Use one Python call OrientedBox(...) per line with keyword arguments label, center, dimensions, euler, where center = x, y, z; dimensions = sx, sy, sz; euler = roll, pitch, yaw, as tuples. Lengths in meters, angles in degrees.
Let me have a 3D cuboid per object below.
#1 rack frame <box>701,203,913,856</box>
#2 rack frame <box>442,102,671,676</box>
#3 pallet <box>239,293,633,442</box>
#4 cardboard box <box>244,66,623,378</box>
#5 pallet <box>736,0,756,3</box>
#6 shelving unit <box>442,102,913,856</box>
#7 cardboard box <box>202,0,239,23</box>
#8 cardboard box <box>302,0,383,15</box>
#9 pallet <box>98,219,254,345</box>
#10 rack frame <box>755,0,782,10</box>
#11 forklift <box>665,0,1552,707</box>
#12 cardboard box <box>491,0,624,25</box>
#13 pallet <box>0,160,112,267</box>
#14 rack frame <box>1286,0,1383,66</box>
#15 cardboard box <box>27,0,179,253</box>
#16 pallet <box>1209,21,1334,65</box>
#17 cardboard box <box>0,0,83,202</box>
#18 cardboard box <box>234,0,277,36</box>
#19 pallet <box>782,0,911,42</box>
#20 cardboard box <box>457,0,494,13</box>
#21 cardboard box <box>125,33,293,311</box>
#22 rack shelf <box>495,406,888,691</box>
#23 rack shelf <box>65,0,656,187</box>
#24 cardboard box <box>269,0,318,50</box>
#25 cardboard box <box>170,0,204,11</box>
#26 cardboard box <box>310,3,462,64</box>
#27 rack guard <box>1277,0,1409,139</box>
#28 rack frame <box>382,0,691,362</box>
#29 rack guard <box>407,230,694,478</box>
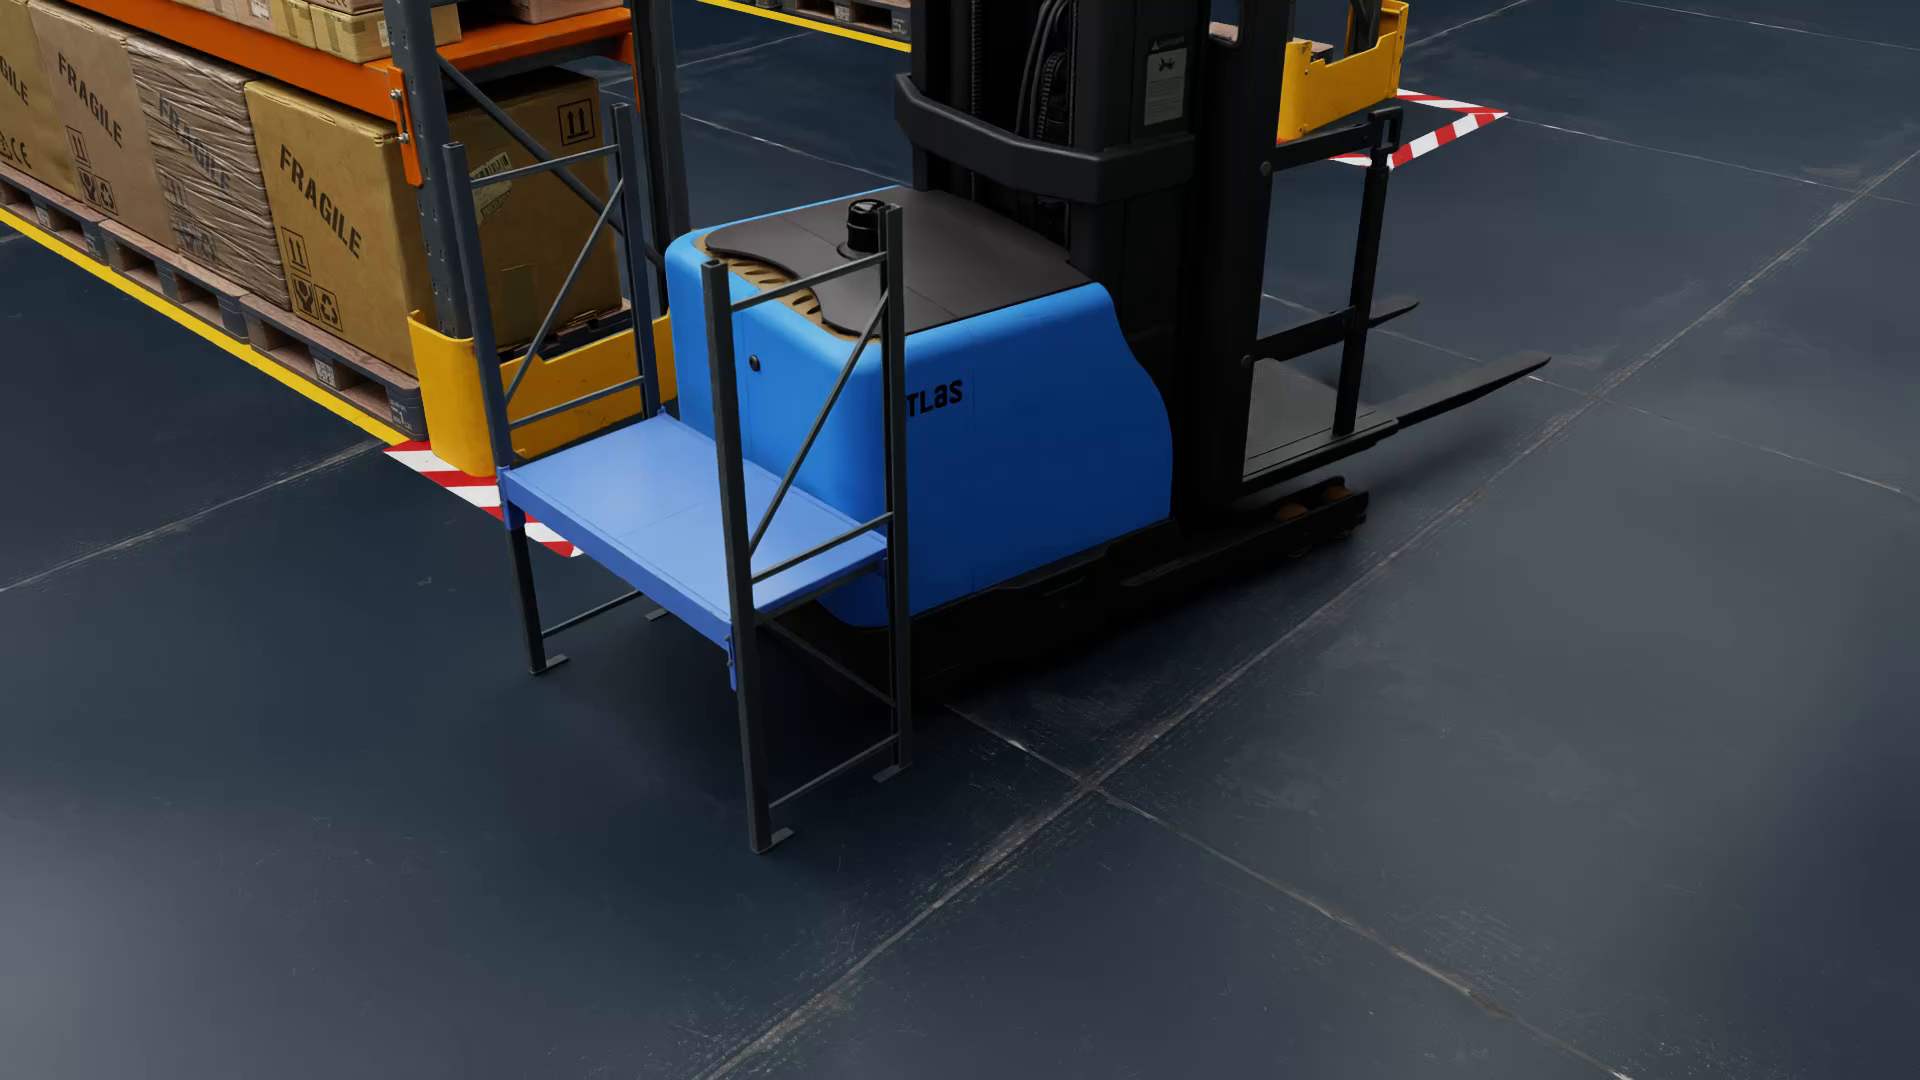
OrientedBox(label="rack frame", center=(-0.314, 0.022, 3.759), dimensions=(0.500, 1.500, 0.032), euler=(-26, 40, -36))
OrientedBox(label="rack frame", center=(-1.014, -0.358, 4.391), dimensions=(0.500, 1.500, 0.032), euler=(-26, 40, -36))
OrientedBox(label="pallet", center=(-2.002, -0.824, 6.414), dimensions=(1.213, 0.211, 1.003), euler=(25, 39, 35))
OrientedBox(label="cardboard box", center=(-1.885, -1.233, 6.042), dimensions=(0.875, 0.875, 0.875), euler=(25, 39, 35))
OrientedBox(label="pallet", center=(-1.543, -4.139, 11.920), dimensions=(1.213, 0.211, 1.003), euler=(25, 39, 35))
OrientedBox(label="shelving unit", center=(-0.664, -0.168, 4.075), dimensions=(0.538, 1.500, 1.048), euler=(-26, 40, -36))
OrientedBox(label="cardboard box", center=(-2.407, -1.925, 5.784), dimensions=(0.250, 0.149, 0.380), euler=(26, 40, 36))
OrientedBox(label="cardboard box", center=(-1.895, -1.901, 5.357), dimensions=(0.500, 0.250, 0.500), euler=(24, 39, 34))
OrientedBox(label="pallet", center=(-2.903, -1.246, 7.116), dimensions=(1.213, 0.211, 1.003), euler=(25, 39, 35))
OrientedBox(label="rack frame", center=(-0.999, -5.050, 10.731), dimensions=(0.127, 3.000, 1.000), euler=(25, 39, 35))
OrientedBox(label="forklift", center=(0.673, -1.404, 4.741), dimensions=(3.031, 2.935, 1.130), euler=(-20, 36, -30))
OrientedBox(label="cardboard box", center=(-1.399, -1.913, 5.764), dimensions=(0.250, 0.149, 0.380), euler=(26, 39, 36))
OrientedBox(label="pallet", center=(-3.812, -1.669, 7.817), dimensions=(1.213, 0.211, 1.003), euler=(25, 39, 35))
OrientedBox(label="rack frame", center=(1.966, -3.666, 8.431), dimensions=(0.127, 3.000, 1.000), euler=(25, 39, 35))
OrientedBox(label="cardboard box", center=(-3.220, -1.856, 7.077), dimensions=(0.875, 0.875, 0.875), euler=(25, 39, 35))
OrientedBox(label="pallet", center=(1.381, -2.772, 9.649), dimensions=(1.213, 0.211, 1.003), euler=(25, 39, 35))
OrientedBox(label="cardboard box", center=(-3.887, -2.167, 7.594), dimensions=(0.875, 0.875, 0.875), euler=(25, 39, 35))
OrientedBox(label="cardboard box", center=(-2.222, -1.839, 5.640), dimensions=(0.250, 0.149, 0.380), euler=(25, 39, 35))
OrientedBox(label="pallet", center=(-0.428, -3.616, 11.052), dimensions=(1.213, 0.211, 1.003), euler=(25, 39, 35))
OrientedBox(label="cardboard box", center=(-1.590, -2.002, 5.910), dimensions=(0.250, 0.149, 0.380), euler=(24, 39, 34))
OrientedBox(label="cardboard box", center=(-2.560, -1.547, 6.565), dimensions=(0.875, 0.875, 0.875), euler=(25, 39, 35))
OrientedBox(label="rack shelf", center=(-0.664, -0.014, 4.168), dimensions=(0.538, 0.185, 1.000), euler=(-26, 40, -36))
OrientedBox(label="rack shelf", center=(-2.840, -2.156, 6.621), dimensions=(4.000, 0.370, 1.077), euler=(25, 39, 35))
OrientedBox(label="cardboard box", center=(-2.036, -1.751, 5.494), dimensions=(0.250, 0.149, 0.380), euler=(25, 39, 36))
OrientedBox(label="cardboard box", center=(-2.600, -2.015, 5.932), dimensions=(0.250, 0.149, 0.380), euler=(24, 39, 34))
OrientedBox(label="cardboard box", center=(-1.842, -1.662, 5.346), dimensions=(0.250, 0.149, 0.380), euler=(26, 40, 36))
OrientedBox(label="rack guard", center=(1.993, -2.592, 9.070), dimensions=(0.348, 0.500, 1.175), euler=(25, 39, 35))
OrientedBox(label="rack frame", center=(-1.357, -1.772, 5.285), dimensions=(0.127, 3.000, 1.000), euler=(25, 39, 35))
OrientedBox(label="rack guard", center=(-1.339, -0.693, 5.916), dimensions=(0.348, 0.500, 1.175), euler=(25, 39, 35))
